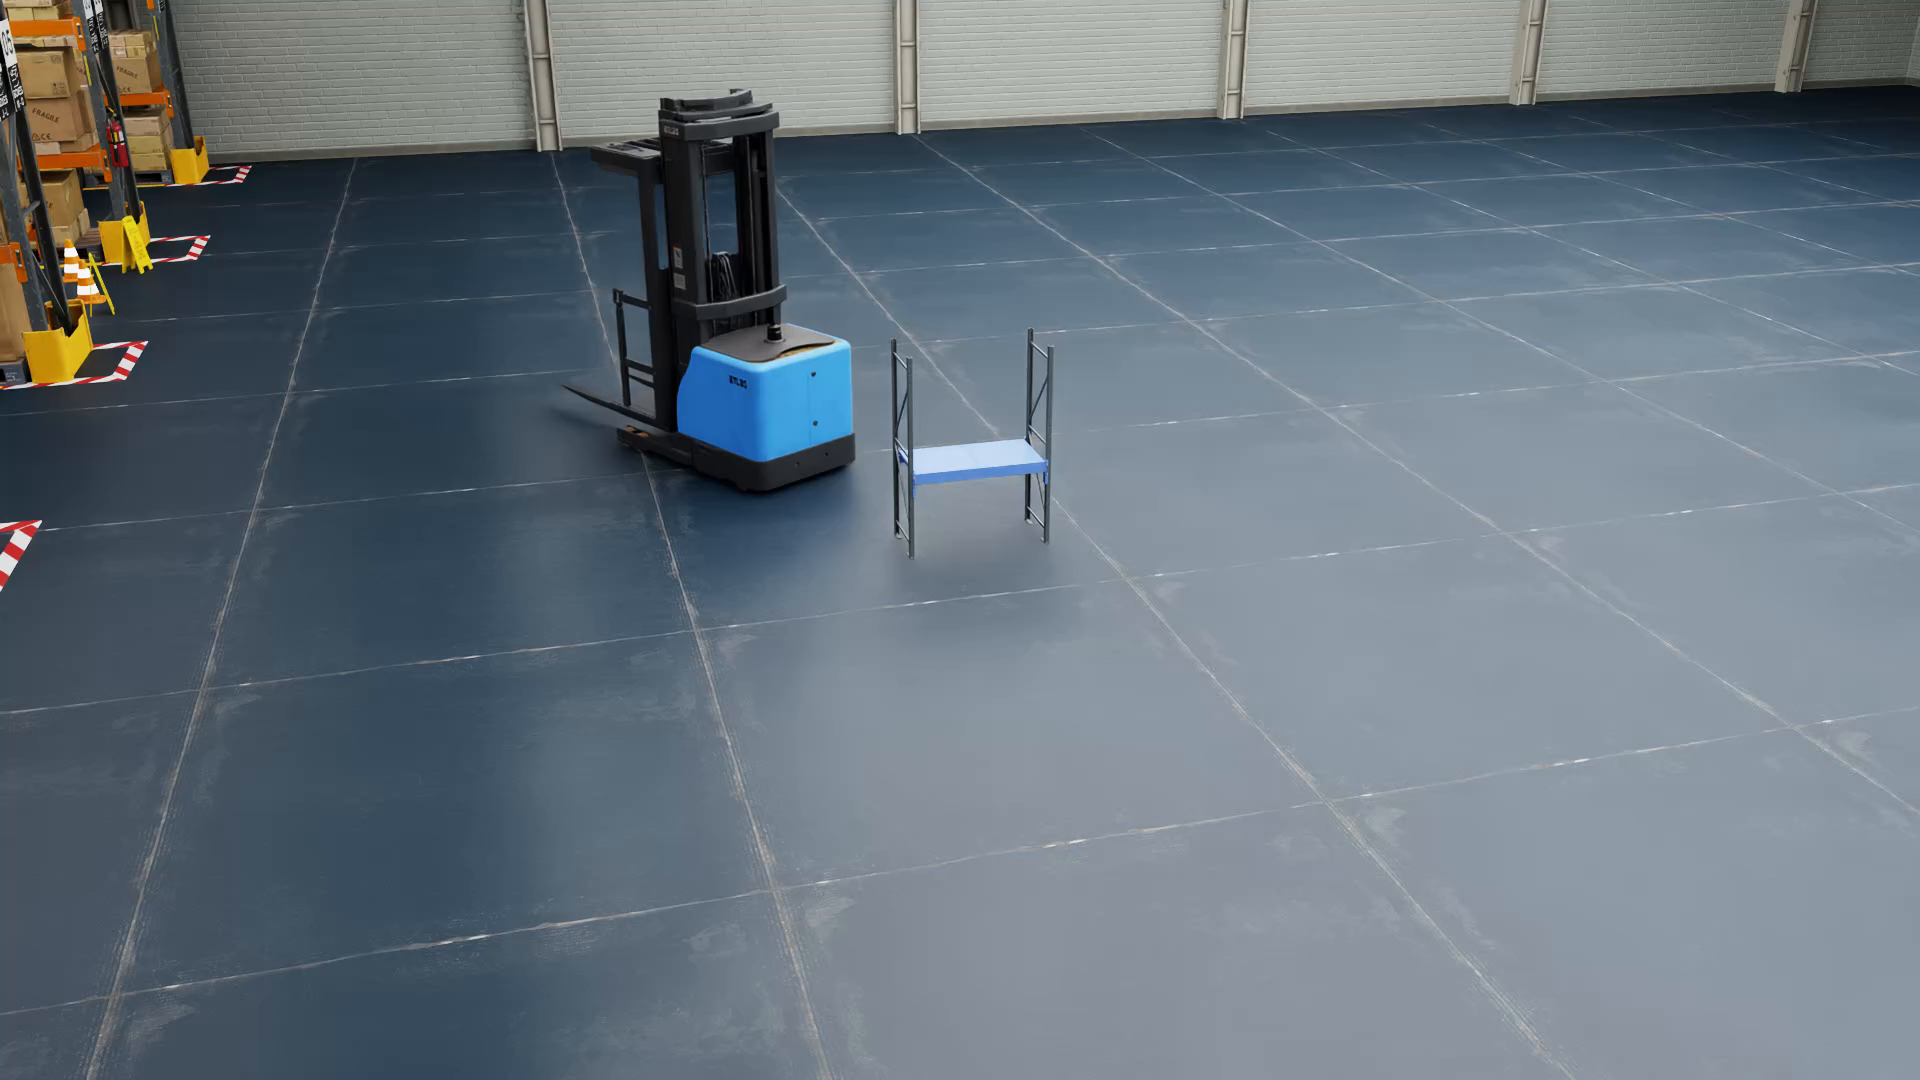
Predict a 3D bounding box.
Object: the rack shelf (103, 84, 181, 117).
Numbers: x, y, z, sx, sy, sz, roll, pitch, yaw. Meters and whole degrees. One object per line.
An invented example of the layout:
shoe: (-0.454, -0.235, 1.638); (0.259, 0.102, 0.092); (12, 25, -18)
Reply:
rack shelf: (-13.469, -6.290, 24.016); (4.000, 0.370, 1.077); (-6, 24, -14)

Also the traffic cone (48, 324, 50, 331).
traffic cone: (-9.659, -2.397, 17.250); (0.334, 0.463, 0.336); (-6, 24, -14)

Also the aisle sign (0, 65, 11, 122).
aisle sign: (-8.615, -4.169, 14.865); (0.004, 0.787, 0.394); (-6, 24, -14)

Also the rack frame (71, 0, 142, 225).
rack frame: (-10.199, -4.949, 19.980); (0.127, 3.000, 1.000); (-6, 24, -14)

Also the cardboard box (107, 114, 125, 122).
cardboard box: (-12.392, -5.998, 24.111); (0.500, 0.250, 0.500); (-6, 24, -13)

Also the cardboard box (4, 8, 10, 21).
cardboard box: (-10.963, -6.014, 18.975); (0.250, 0.149, 0.380); (-6, 24, -13)

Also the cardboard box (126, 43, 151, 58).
cardboard box: (-11.801, -7.034, 23.889); (0.250, 0.149, 0.380); (-6, 24, -14)

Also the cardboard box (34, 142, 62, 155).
cardboard box: (-10.715, -4.643, 19.586); (0.250, 0.149, 0.380); (-7, 24, -15)

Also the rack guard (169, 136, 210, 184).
rack guard: (-11.520, -5.687, 24.870); (0.348, 0.500, 1.175); (-6, 24, -14)

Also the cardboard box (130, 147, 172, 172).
cardboard box: (-11.910, -5.593, 24.434); (0.500, 0.250, 0.500); (-6, 24, -14)

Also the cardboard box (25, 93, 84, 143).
cardboard box: (-10.647, -4.969, 19.523); (0.500, 0.500, 0.500); (-7, 24, -15)

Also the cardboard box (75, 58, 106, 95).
cardboard box: (-12.448, -6.675, 23.876); (0.500, 0.500, 0.500); (-6, 24, -13)

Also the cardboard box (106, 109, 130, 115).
cardboard box: (-12.537, -6.188, 24.554); (0.500, 0.250, 0.500); (-6, 24, -14)

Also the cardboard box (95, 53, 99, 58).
cardboard box: (-12.306, -6.991, 23.790); (0.250, 0.149, 0.380); (-6, 24, -13)

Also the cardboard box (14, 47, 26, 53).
cardboard box: (-11.121, -5.403, 19.266); (0.500, 0.500, 0.700); (-6, 24, -14)

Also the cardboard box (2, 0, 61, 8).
cardboard box: (-10.619, -6.239, 18.994); (0.500, 0.250, 0.500); (-7, 24, -15)

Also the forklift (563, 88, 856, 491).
forklift: (-2.258, -2.212, 13.687); (3.031, 2.935, 1.130); (21, 31, 40)

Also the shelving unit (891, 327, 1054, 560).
shelving unit: (0.082, -0.698, 11.975); (1.048, 1.500, 0.538); (-6, 24, -14)

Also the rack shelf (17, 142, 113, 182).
rack shelf: (-12.125, -4.405, 19.625); (4.000, 0.370, 1.077); (-6, 24, -14)

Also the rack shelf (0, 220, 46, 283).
rack shelf: (-10.690, -2.537, 15.271); (4.000, 0.370, 1.077); (-6, 24, -14)

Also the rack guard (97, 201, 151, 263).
rack guard: (-10.272, -3.792, 20.454); (0.348, 0.500, 1.175); (-6, 24, -14)

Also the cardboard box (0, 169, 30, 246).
cardboard box: (-9.110, -3.093, 15.464); (0.550, 0.550, 0.875); (-6, 24, -14)

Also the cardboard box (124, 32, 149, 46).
cardboard box: (-11.831, -7.196, 23.889); (0.250, 0.149, 0.380); (-6, 24, -14)

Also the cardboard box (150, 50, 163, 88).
cardboard box: (-12.095, -6.932, 24.474); (0.500, 0.500, 0.500); (-6, 24, -13)

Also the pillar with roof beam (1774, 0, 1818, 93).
pillar with roof beam: (17.591, -11.419, 27.451); (0.400, 9.000, 9.100); (-6, 24, -14)

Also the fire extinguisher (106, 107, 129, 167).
fire extinguisher: (-9.964, -4.751, 19.616); (0.183, 0.674, 0.296); (-6, 24, -14)

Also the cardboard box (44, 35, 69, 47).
cardboard box: (-12.786, -7.051, 23.553); (0.250, 0.149, 0.380); (-6, 24, -13)

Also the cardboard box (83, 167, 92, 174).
cardboard box: (-12.876, -5.493, 24.203); (0.500, 0.250, 0.500); (-6, 24, -14)

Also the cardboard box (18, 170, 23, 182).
cardboard box: (-11.235, -4.272, 19.584); (0.250, 0.149, 0.380); (-6, 24, -13)

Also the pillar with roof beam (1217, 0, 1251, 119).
pillar with roof beam: (6.037, -10.141, 24.472); (0.400, 9.000, 9.100); (-6, 24, -14)

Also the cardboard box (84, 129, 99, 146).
cardboard box: (-10.582, -4.876, 20.128); (0.250, 0.149, 0.380); (-6, 24, -14)

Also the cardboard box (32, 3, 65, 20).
cardboard box: (-10.467, -6.068, 19.102); (0.250, 0.149, 0.380); (-6, 24, -14)

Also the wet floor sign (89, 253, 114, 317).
wet floor sign: (-9.271, -2.753, 17.849); (0.232, 0.644, 0.267); (-11, 25, -23)

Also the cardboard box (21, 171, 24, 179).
cardboard box: (-11.575, -4.182, 20.196); (0.500, 0.500, 0.500); (-7, 24, -16)

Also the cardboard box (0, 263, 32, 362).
cardboard box: (-9.400, -2.200, 15.735); (0.875, 0.875, 0.875); (-6, 24, -14)

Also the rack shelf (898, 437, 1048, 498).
rack shelf: (0.082, -0.533, 12.046); (1.000, 0.185, 0.538); (-6, 24, -14)

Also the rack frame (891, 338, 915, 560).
rack frame: (-0.407, -0.644, 11.849); (0.032, 1.500, 0.500); (-6, 24, -14)

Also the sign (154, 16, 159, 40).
sign: (-11.410, -7.267, 23.613); (0.005, 0.325, 0.100); (-6, 24, -14)

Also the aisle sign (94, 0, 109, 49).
aisle sign: (-10.223, -6.268, 19.757); (0.004, 0.787, 0.394); (-6, 24, -14)

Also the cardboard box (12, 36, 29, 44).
cardboard box: (-13.307, -7.030, 23.503); (0.250, 0.149, 0.380); (-6, 24, -14)

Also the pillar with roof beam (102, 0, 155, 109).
pillar with roof beam: (-11.294, -8.224, 20.004); (0.400, 9.000, 9.100); (-6, 24, -14)

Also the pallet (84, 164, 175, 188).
pallet: (-12.268, -5.454, 24.694); (1.213, 0.211, 1.003); (-6, 24, -14)

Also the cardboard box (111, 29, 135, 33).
cardboard box: (-12.197, -7.355, 24.260); (0.250, 0.149, 0.380); (-5, 24, -13)

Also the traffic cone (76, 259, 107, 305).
traffic cone: (-9.637, -2.863, 18.334); (0.334, 0.463, 0.336); (-6, 24, -14)

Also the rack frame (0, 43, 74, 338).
rack frame: (-8.764, -3.081, 15.625); (0.127, 3.000, 1.000); (-6, 24, -14)

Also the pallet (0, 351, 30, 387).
pallet: (-9.513, -1.684, 15.907); (1.213, 0.211, 1.003); (-6, 24, -14)

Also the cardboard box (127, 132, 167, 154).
cardboard box: (-11.928, -5.822, 24.334); (0.500, 0.250, 0.500); (-7, 24, -15)

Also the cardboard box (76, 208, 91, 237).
cardboard box: (-11.050, -3.898, 20.484); (0.500, 0.250, 0.500); (-7, 24, -15)
